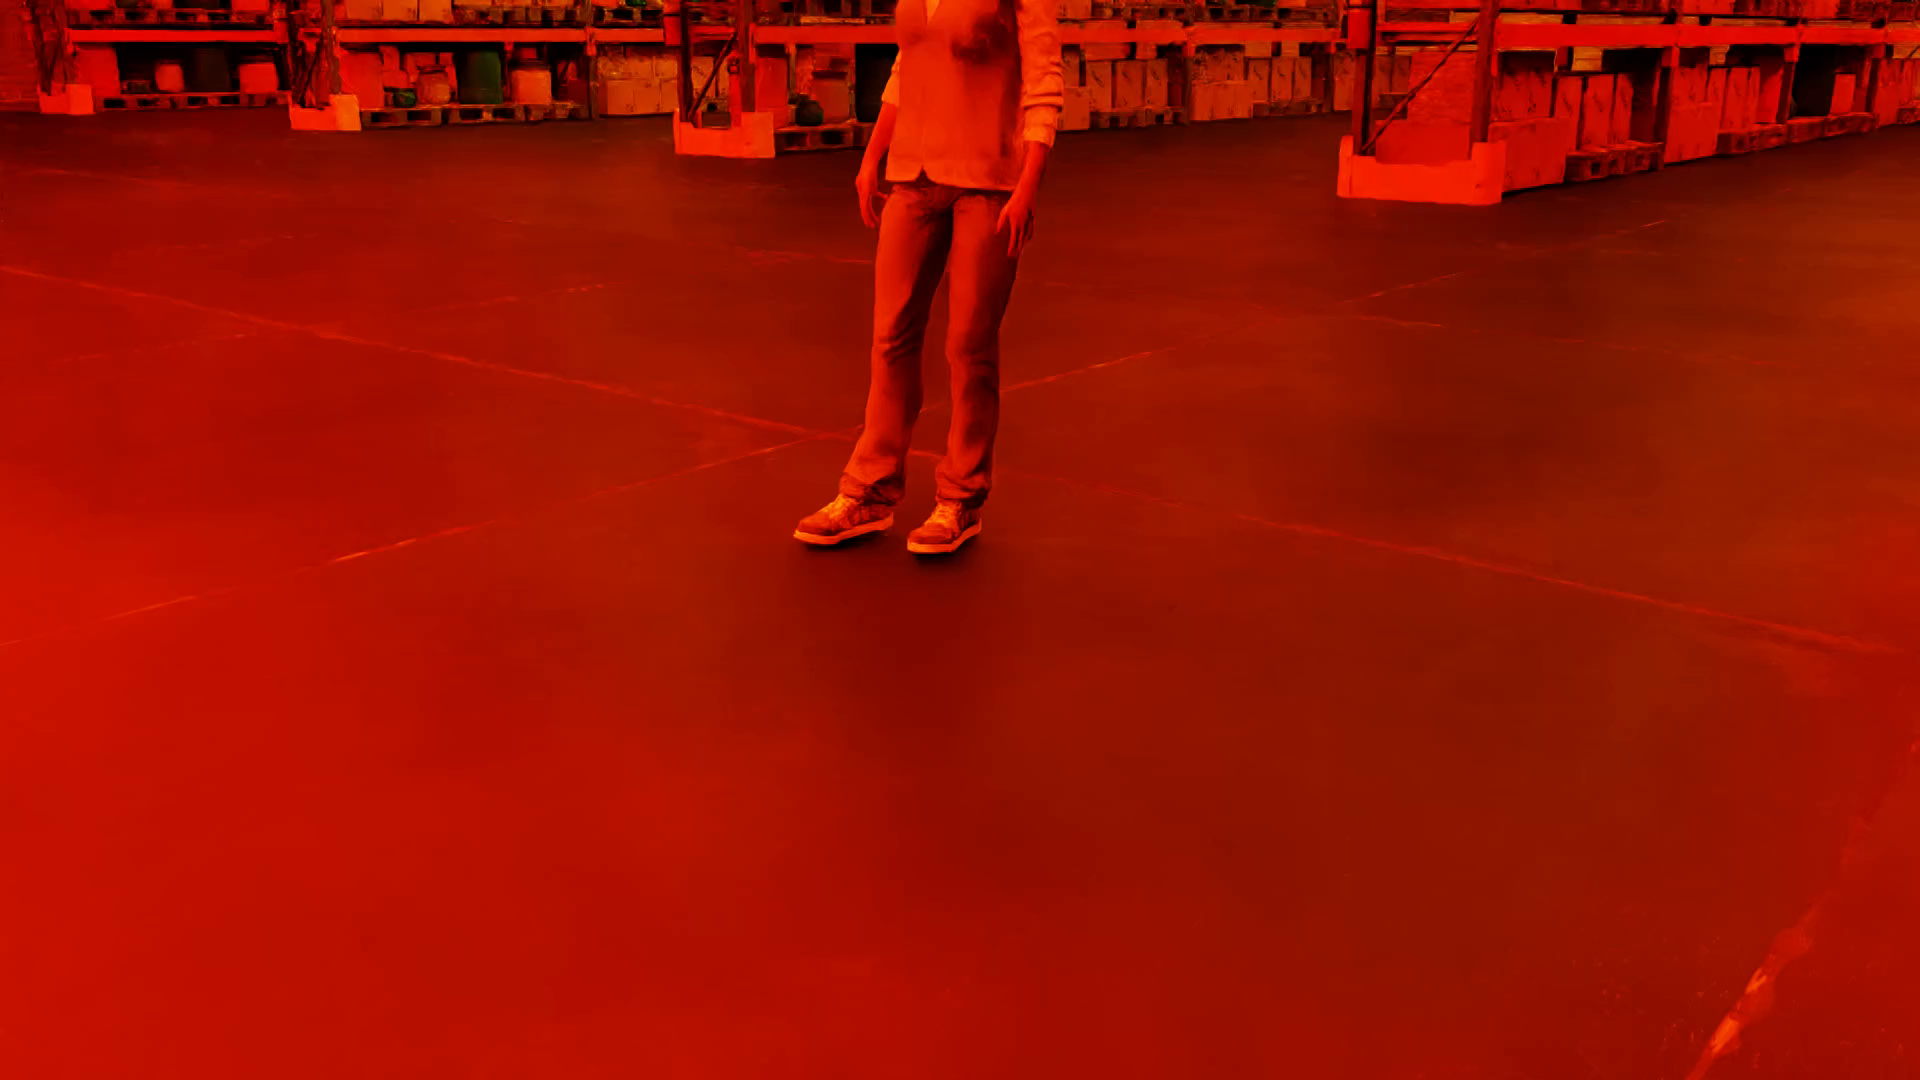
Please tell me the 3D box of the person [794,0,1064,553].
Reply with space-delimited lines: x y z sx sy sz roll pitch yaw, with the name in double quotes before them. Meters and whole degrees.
"person" -0.058 -0.757 3.662 0.521 1.597 0.474 13 21 37
